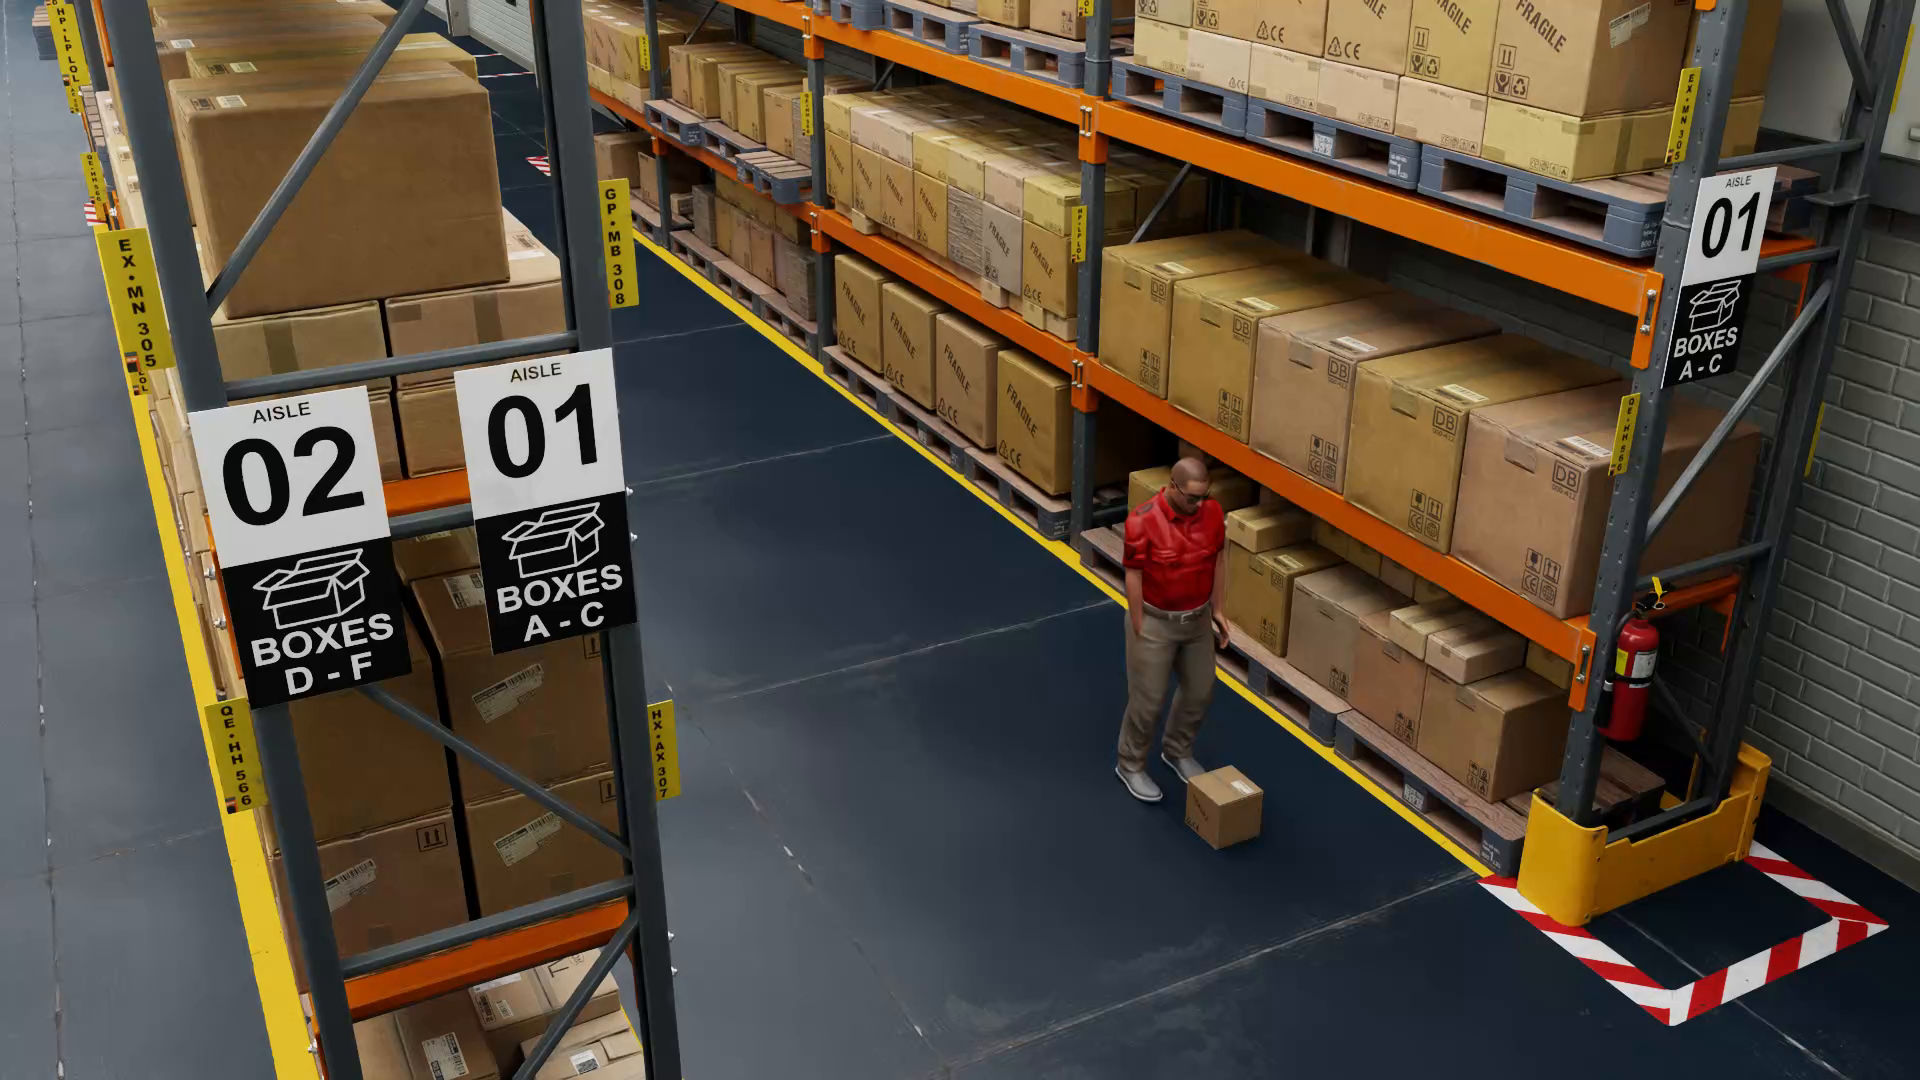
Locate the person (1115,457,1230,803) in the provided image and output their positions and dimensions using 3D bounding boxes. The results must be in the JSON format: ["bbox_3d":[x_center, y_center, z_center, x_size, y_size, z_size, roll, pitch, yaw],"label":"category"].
[{"bbox_3d":[1.017,0.400,7.814,0.538,1.712,0.340,-12,28,-24],"label":"person"}]
